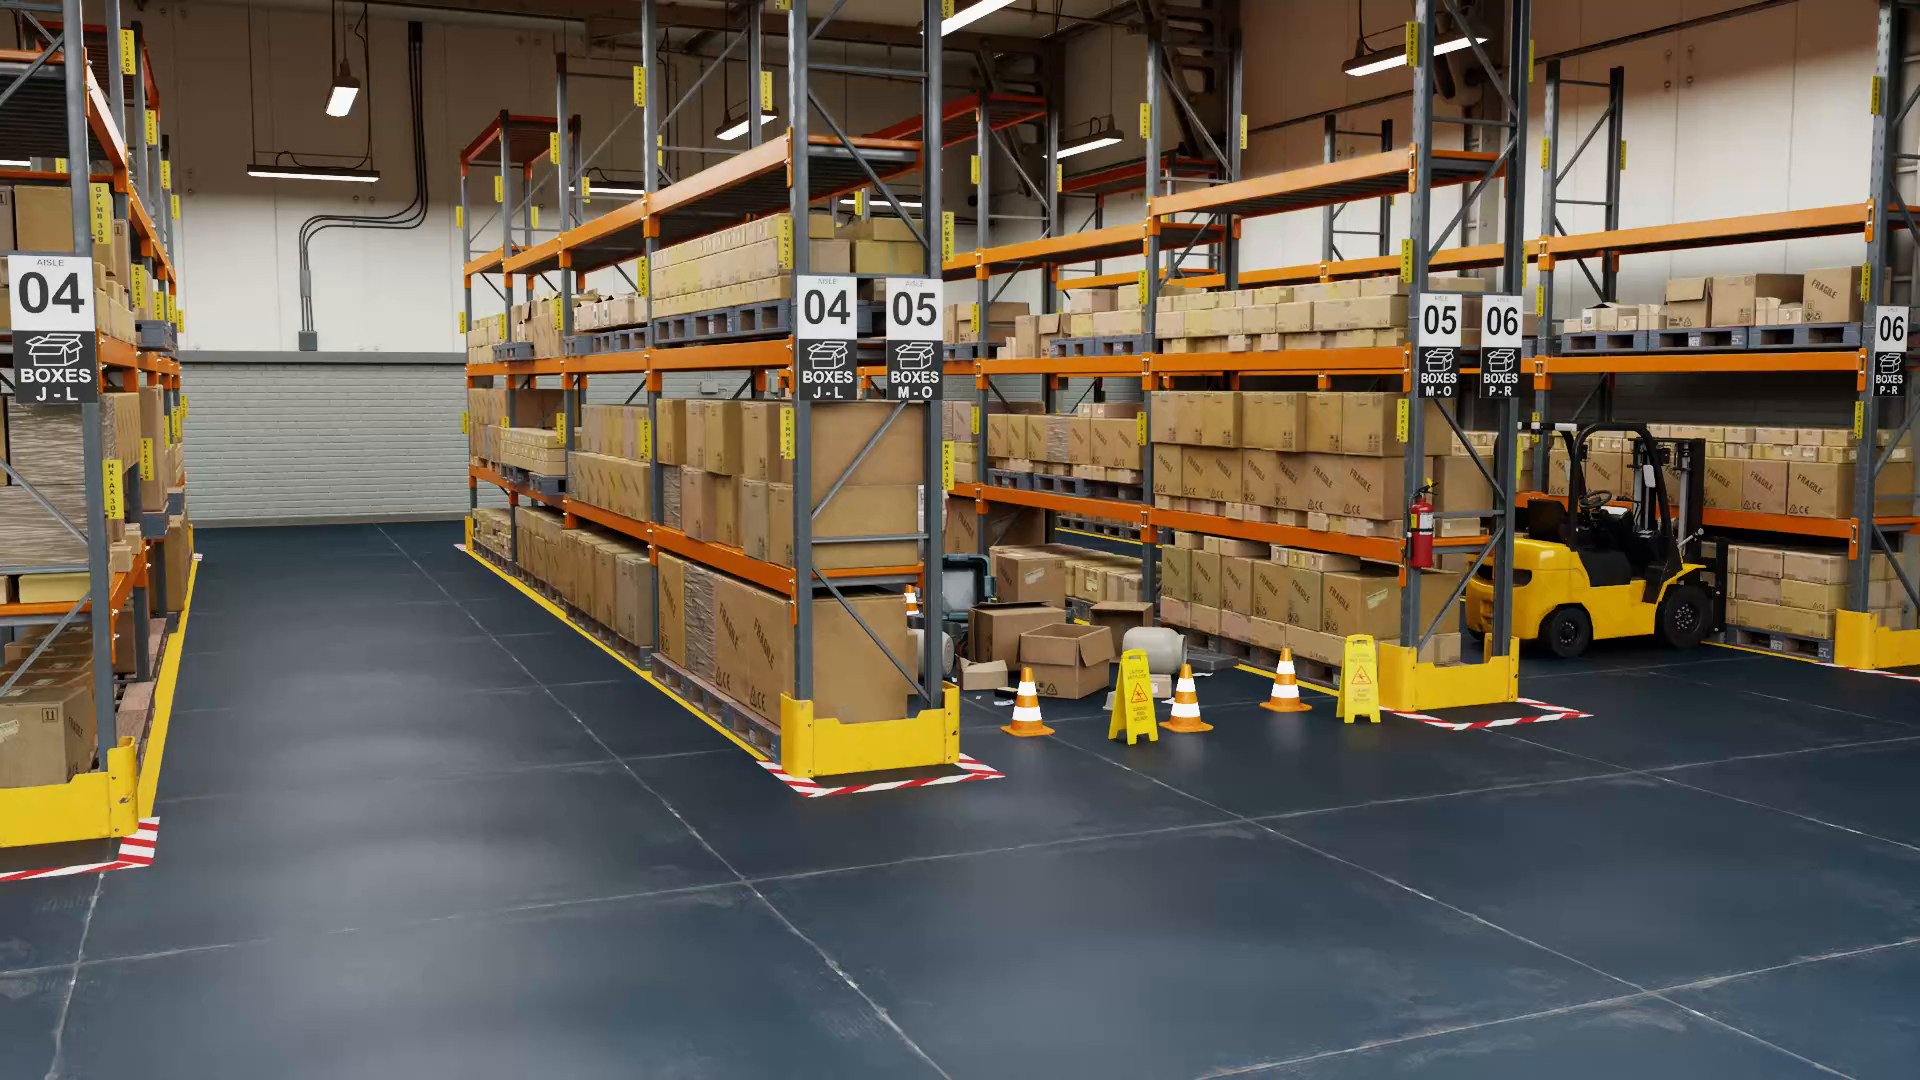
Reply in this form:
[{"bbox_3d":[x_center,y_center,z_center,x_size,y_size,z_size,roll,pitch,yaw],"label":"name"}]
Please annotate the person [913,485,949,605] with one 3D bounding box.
[{"bbox_3d":[-0.386,-0.136,19.012,0.606,1.748,0.434,-3,6,-27],"label":"person"}]
